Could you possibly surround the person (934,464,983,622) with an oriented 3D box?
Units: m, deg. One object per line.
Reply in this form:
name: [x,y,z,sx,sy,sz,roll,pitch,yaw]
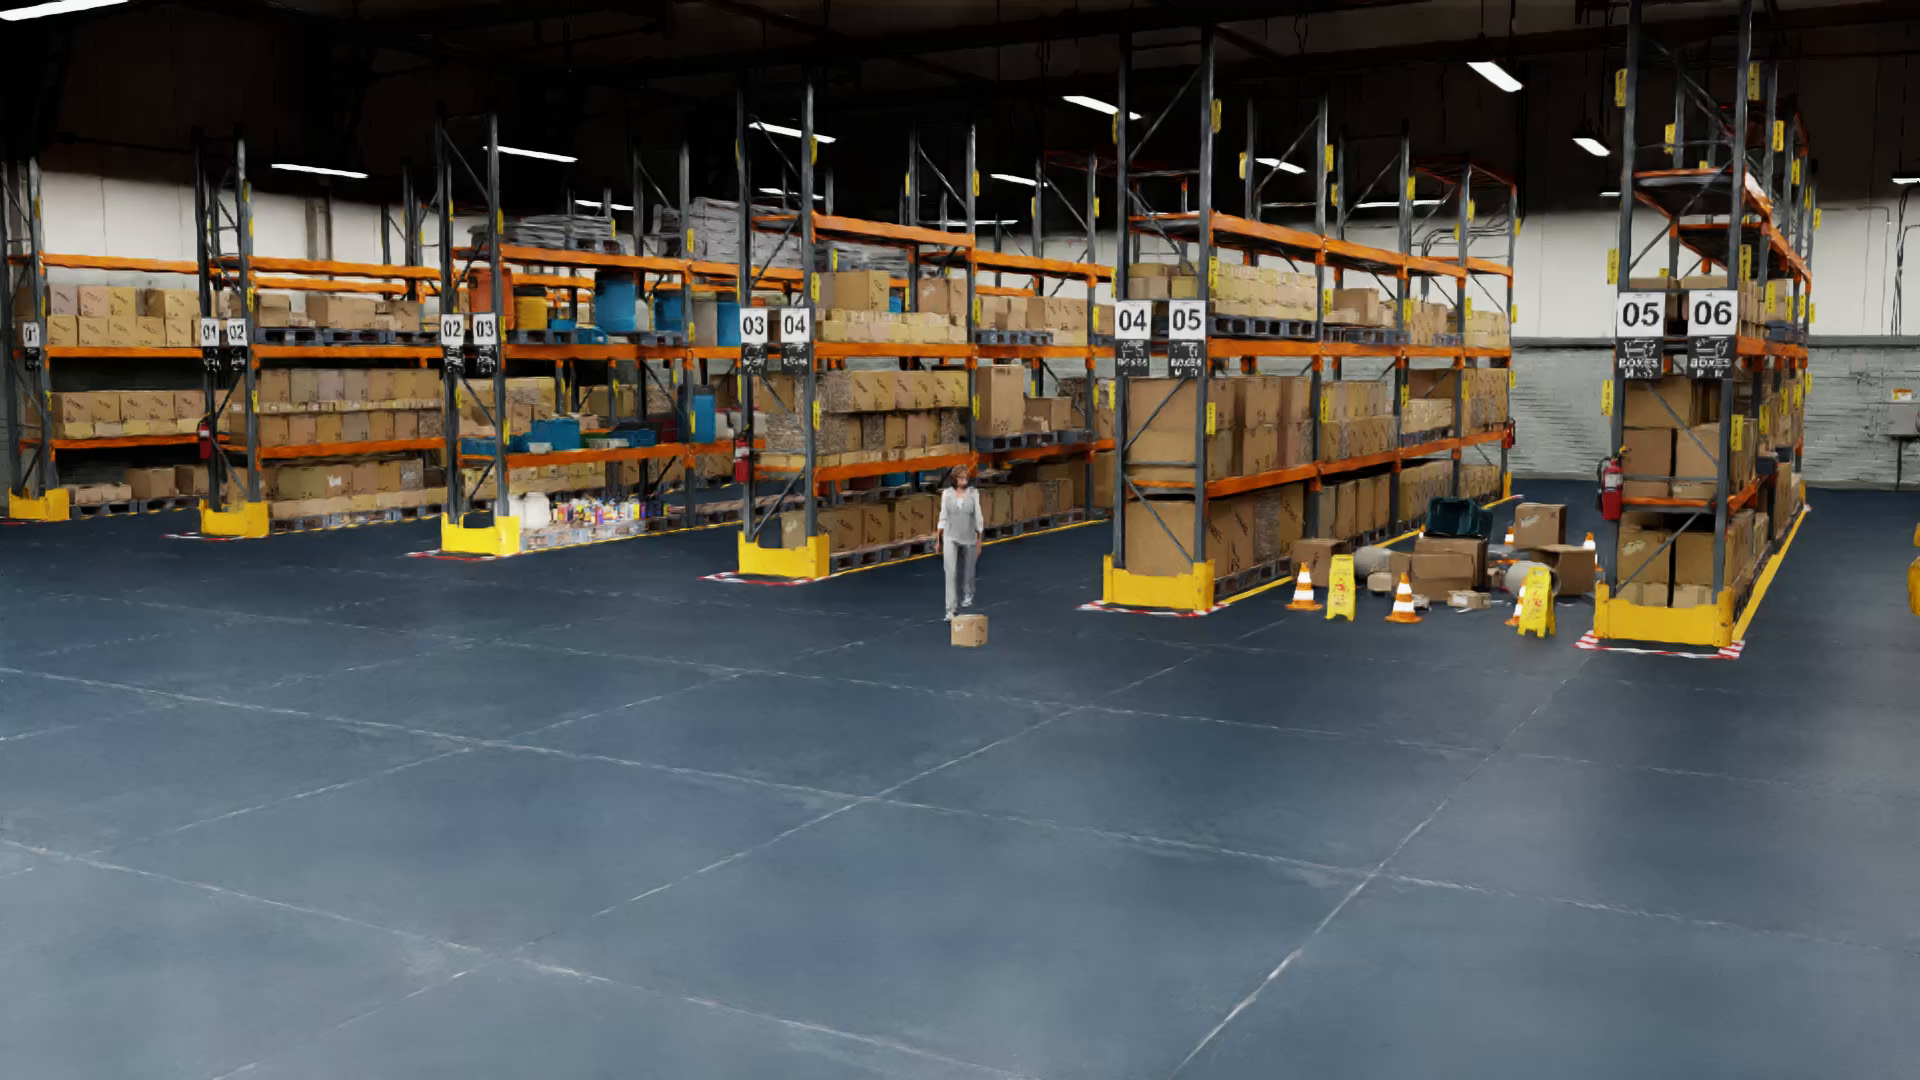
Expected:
person: [-0.012,0.009,16.588,0.488,1.547,0.931,0,6,-1]
